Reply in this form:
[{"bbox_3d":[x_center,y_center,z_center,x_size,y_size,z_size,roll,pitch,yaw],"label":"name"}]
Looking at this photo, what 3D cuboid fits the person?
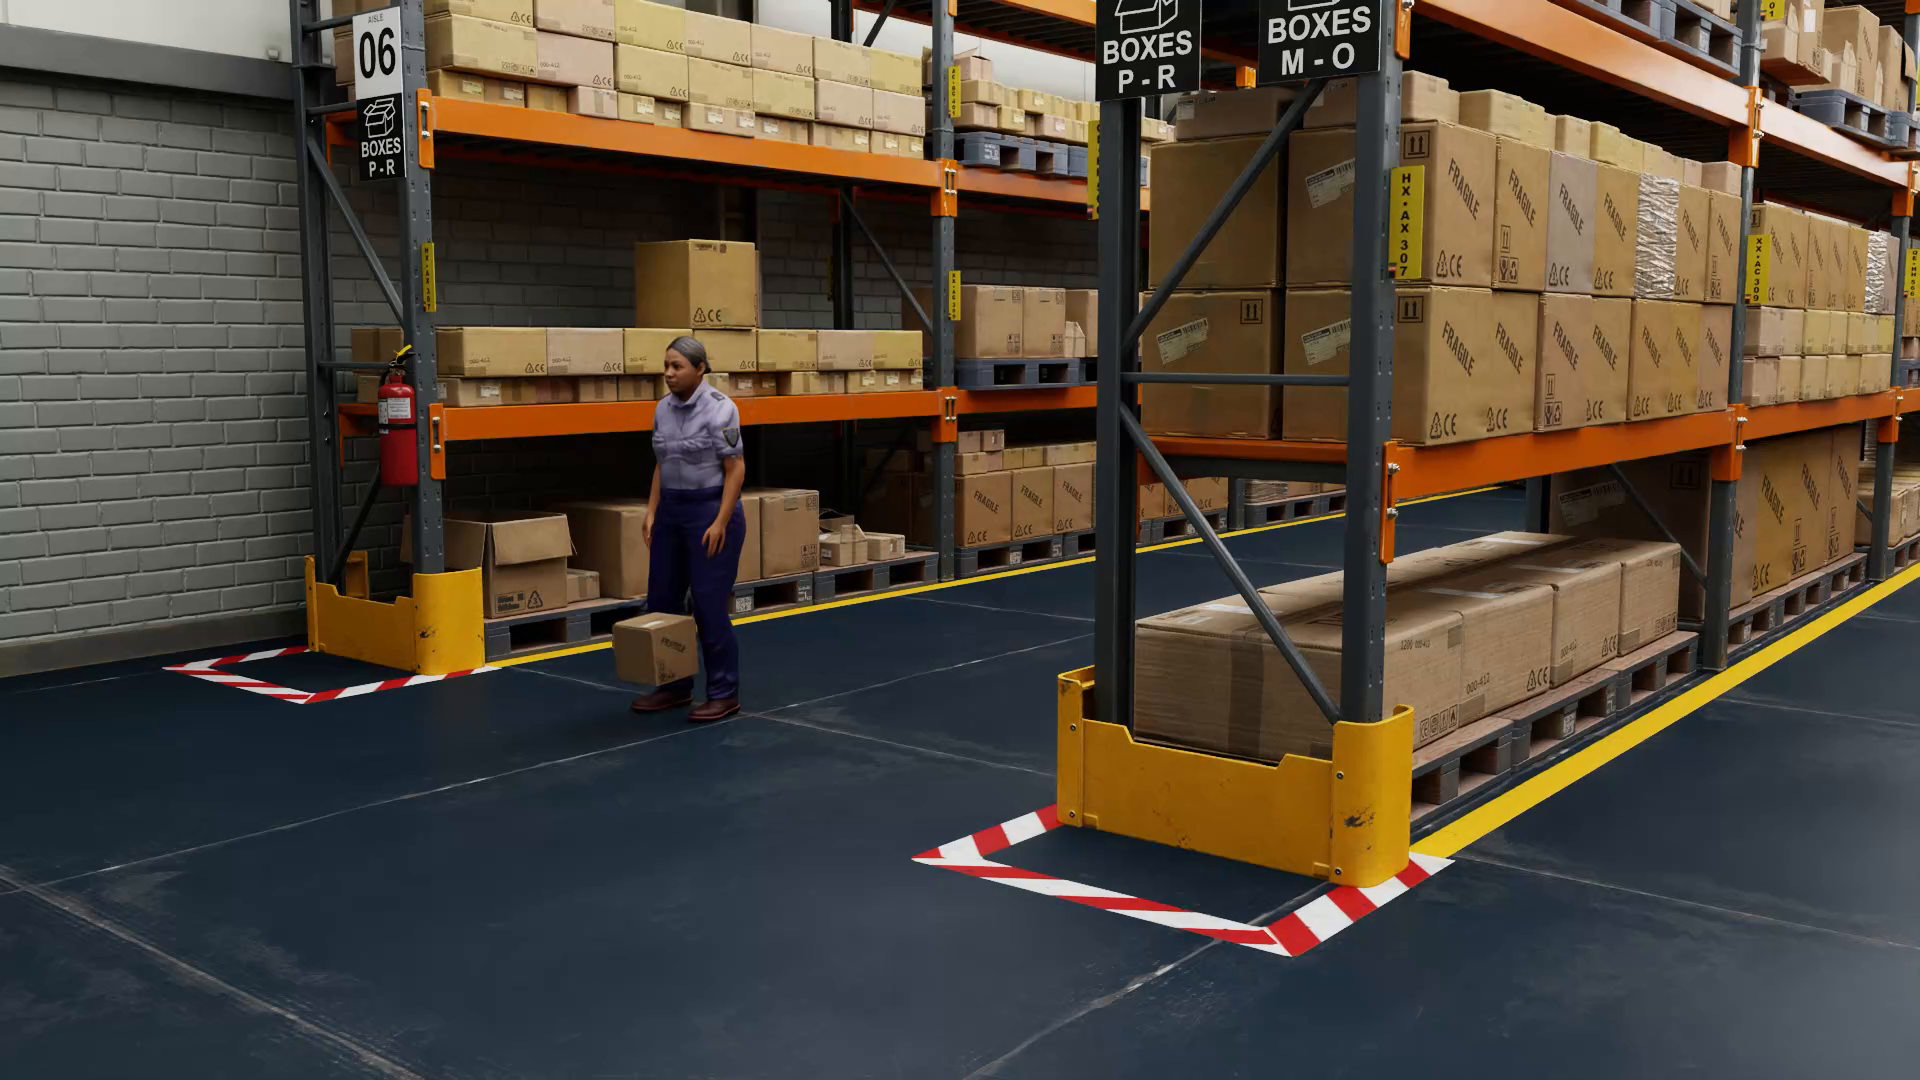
[{"bbox_3d":[-1.166,-0.061,7.274,0.532,1.654,0.368,5,8,37],"label":"person"}]
